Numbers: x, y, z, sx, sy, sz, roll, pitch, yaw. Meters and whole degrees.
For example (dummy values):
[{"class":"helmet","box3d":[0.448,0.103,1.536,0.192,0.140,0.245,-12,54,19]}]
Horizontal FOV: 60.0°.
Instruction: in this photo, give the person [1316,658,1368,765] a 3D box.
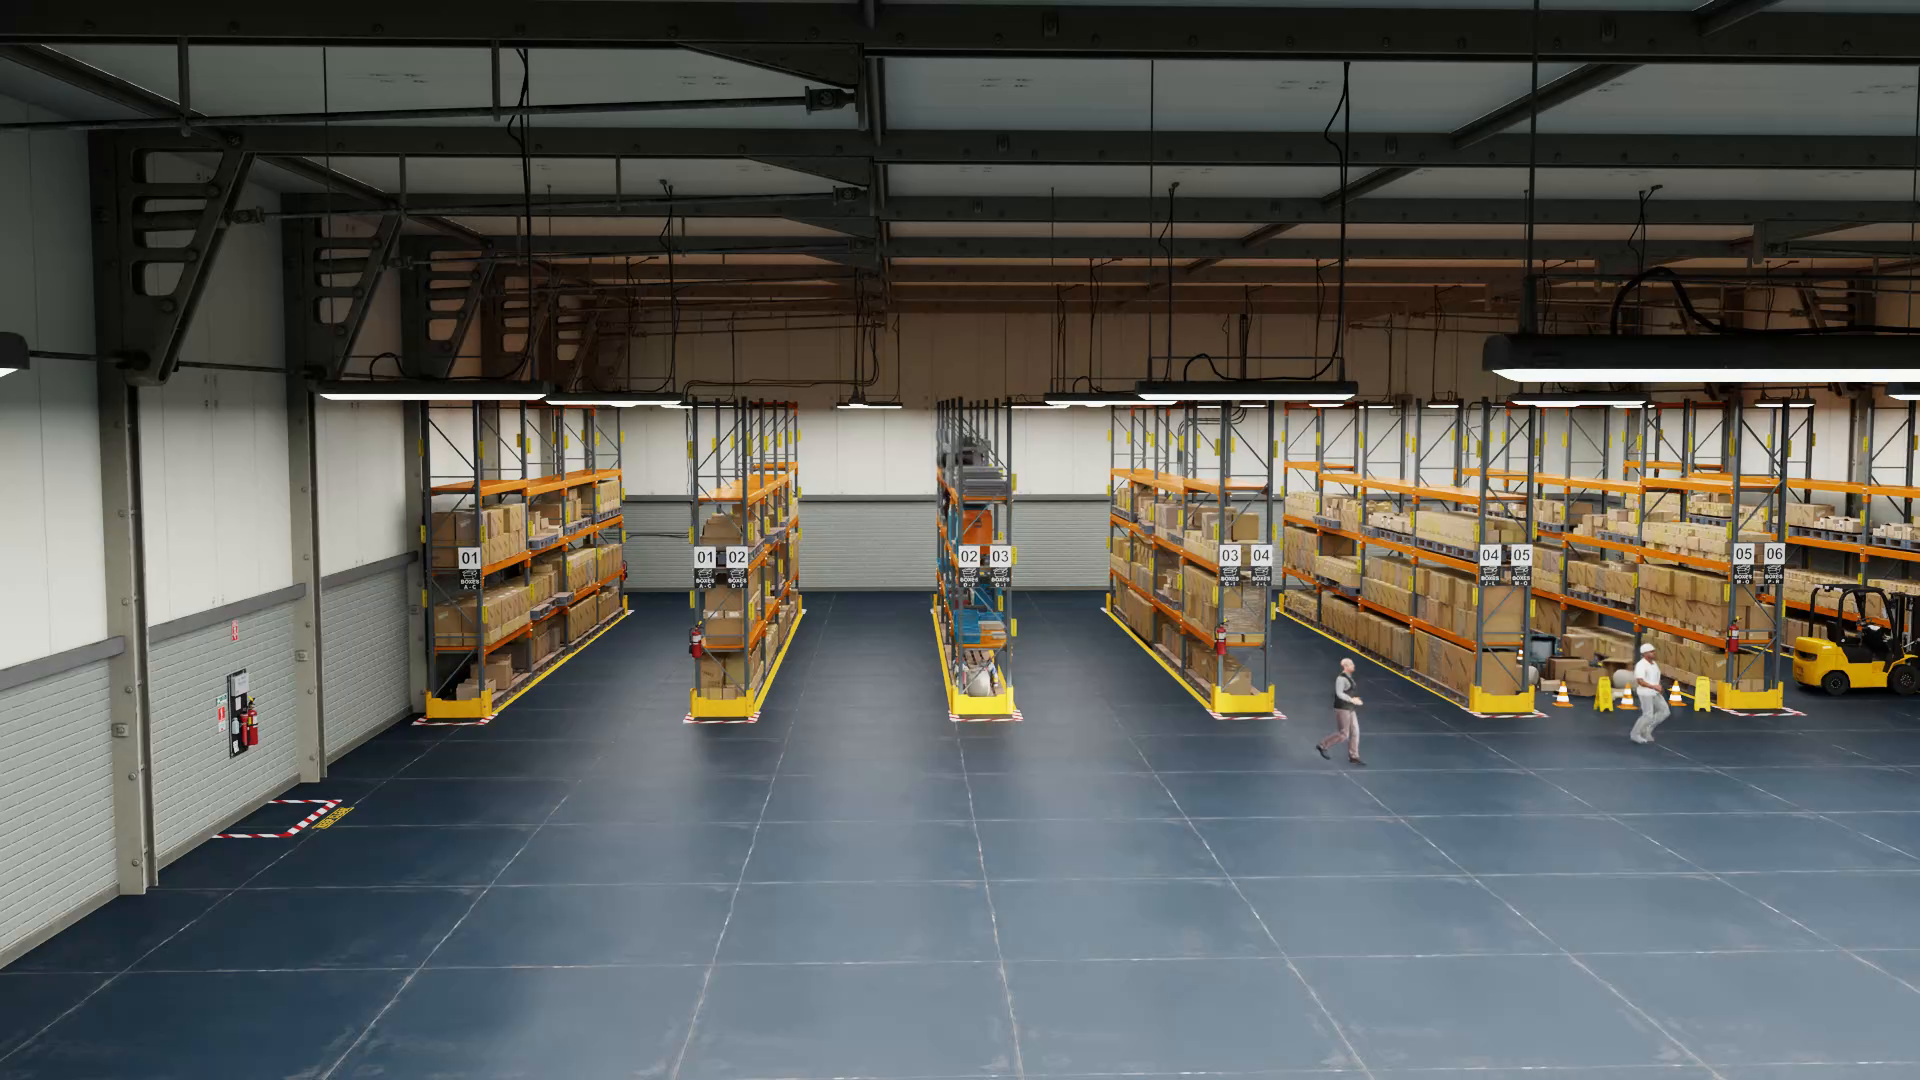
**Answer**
[{"class":"person","box3d":[6.235,2.781,27.061,0.816,1.732,0.683,2,5,26]}]

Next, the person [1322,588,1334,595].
[{"class":"person","box3d":[10.725,1.121,48.692,0.782,1.691,0.554,-4,6,-39]}]

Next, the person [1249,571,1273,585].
[{"class":"person","box3d":[8.171,1.348,45.119,0.696,1.775,0.874,0,4,2]}]

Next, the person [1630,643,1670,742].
[{"class":"person","box3d":[11.900,2.641,28.662,0.712,1.725,0.633,-4,6,-43]}]
